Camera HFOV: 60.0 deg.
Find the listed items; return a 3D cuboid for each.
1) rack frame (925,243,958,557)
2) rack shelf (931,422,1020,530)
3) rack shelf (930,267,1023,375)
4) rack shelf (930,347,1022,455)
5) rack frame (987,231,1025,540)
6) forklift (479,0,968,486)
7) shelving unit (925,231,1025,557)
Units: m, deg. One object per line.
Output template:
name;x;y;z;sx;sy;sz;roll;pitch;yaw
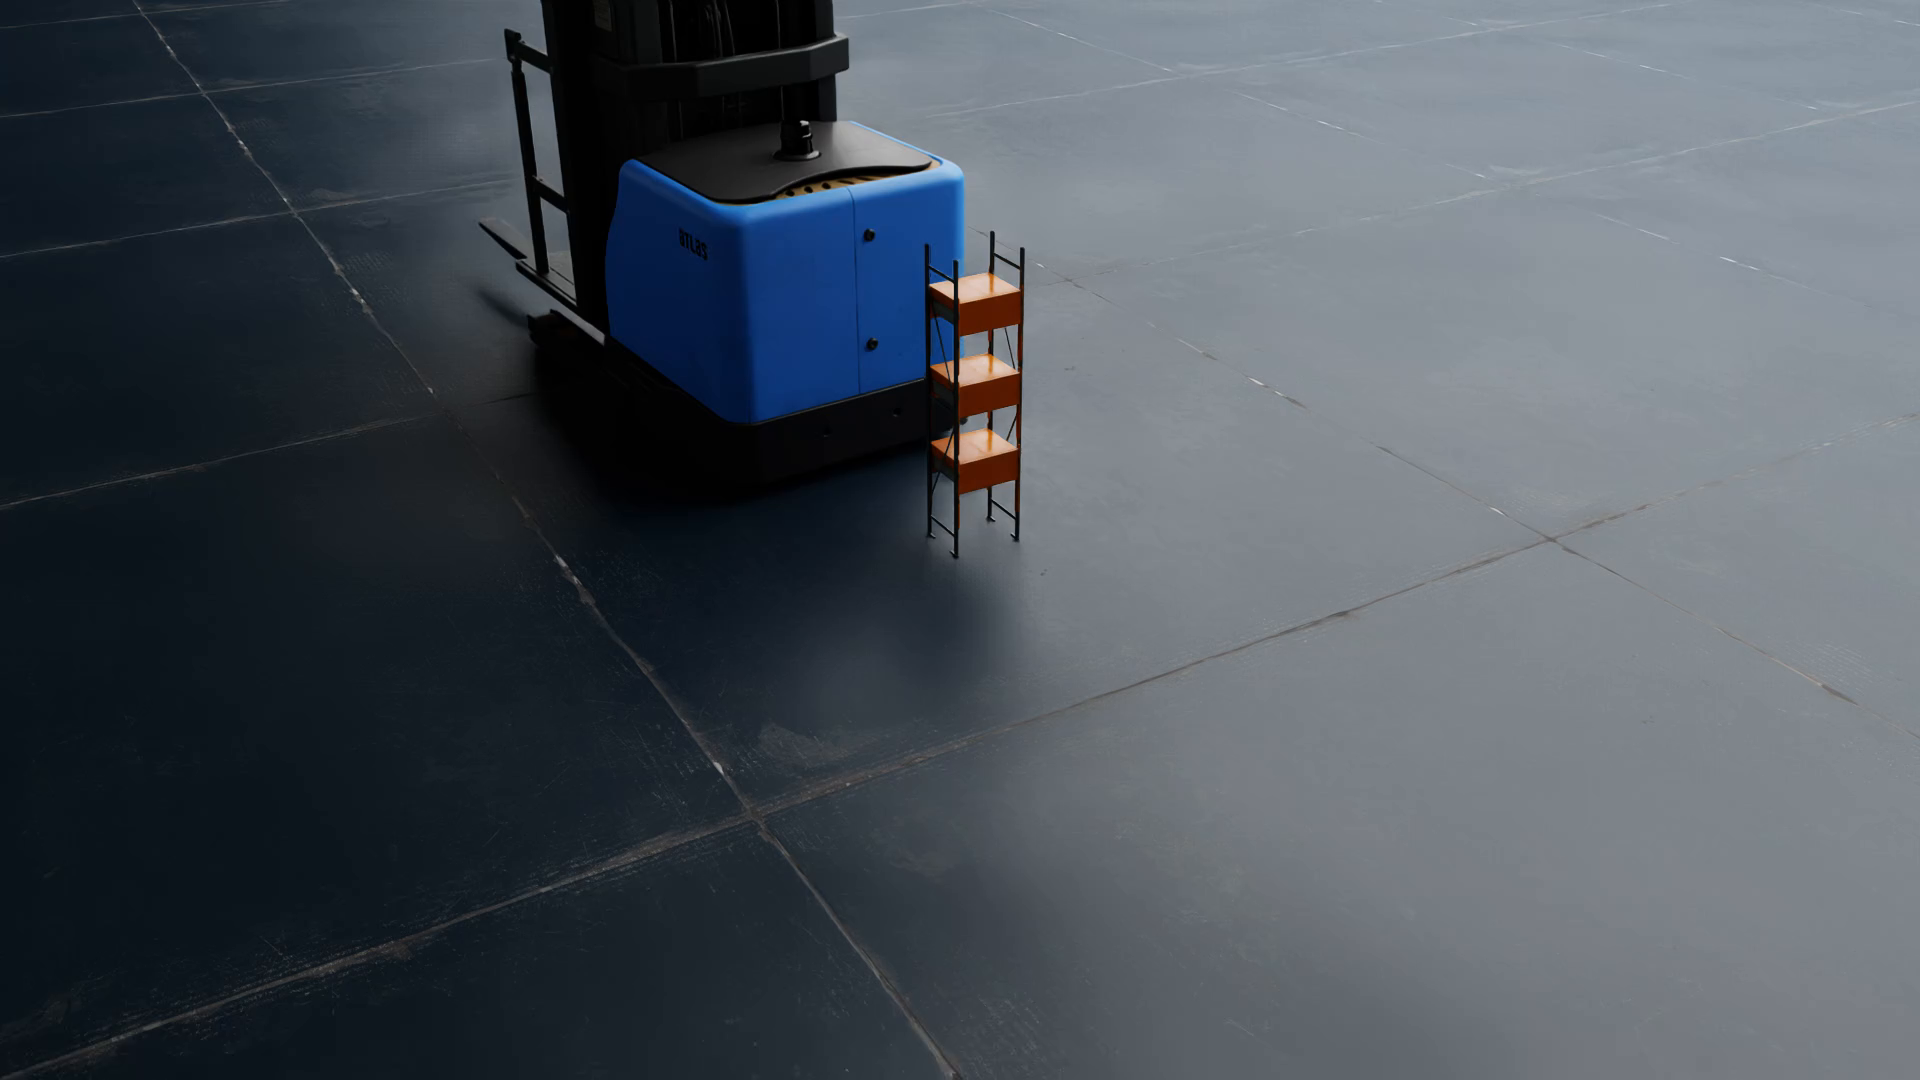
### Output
rack frame;-0.059;-0.443;5.466;0.008;1.050;0.200;-16;33;-26
rack shelf;0.046;-0.220;5.659;0.240;0.259;0.215;-16;33;-26
rack shelf;0.046;-0.712;5.388;0.240;0.259;0.215;-16;33;-26
rack shelf;0.046;-0.463;5.525;0.240;0.259;0.215;-16;33;-26
rack frame;0.151;-0.503;5.574;0.008;1.050;0.200;-16;33;-26
forklift;-1.216;-2.138;6.591;1.130;2.935;3.031;-18;34;-30
shelving unit;0.046;-0.473;5.520;0.252;1.050;0.215;-16;33;-26
